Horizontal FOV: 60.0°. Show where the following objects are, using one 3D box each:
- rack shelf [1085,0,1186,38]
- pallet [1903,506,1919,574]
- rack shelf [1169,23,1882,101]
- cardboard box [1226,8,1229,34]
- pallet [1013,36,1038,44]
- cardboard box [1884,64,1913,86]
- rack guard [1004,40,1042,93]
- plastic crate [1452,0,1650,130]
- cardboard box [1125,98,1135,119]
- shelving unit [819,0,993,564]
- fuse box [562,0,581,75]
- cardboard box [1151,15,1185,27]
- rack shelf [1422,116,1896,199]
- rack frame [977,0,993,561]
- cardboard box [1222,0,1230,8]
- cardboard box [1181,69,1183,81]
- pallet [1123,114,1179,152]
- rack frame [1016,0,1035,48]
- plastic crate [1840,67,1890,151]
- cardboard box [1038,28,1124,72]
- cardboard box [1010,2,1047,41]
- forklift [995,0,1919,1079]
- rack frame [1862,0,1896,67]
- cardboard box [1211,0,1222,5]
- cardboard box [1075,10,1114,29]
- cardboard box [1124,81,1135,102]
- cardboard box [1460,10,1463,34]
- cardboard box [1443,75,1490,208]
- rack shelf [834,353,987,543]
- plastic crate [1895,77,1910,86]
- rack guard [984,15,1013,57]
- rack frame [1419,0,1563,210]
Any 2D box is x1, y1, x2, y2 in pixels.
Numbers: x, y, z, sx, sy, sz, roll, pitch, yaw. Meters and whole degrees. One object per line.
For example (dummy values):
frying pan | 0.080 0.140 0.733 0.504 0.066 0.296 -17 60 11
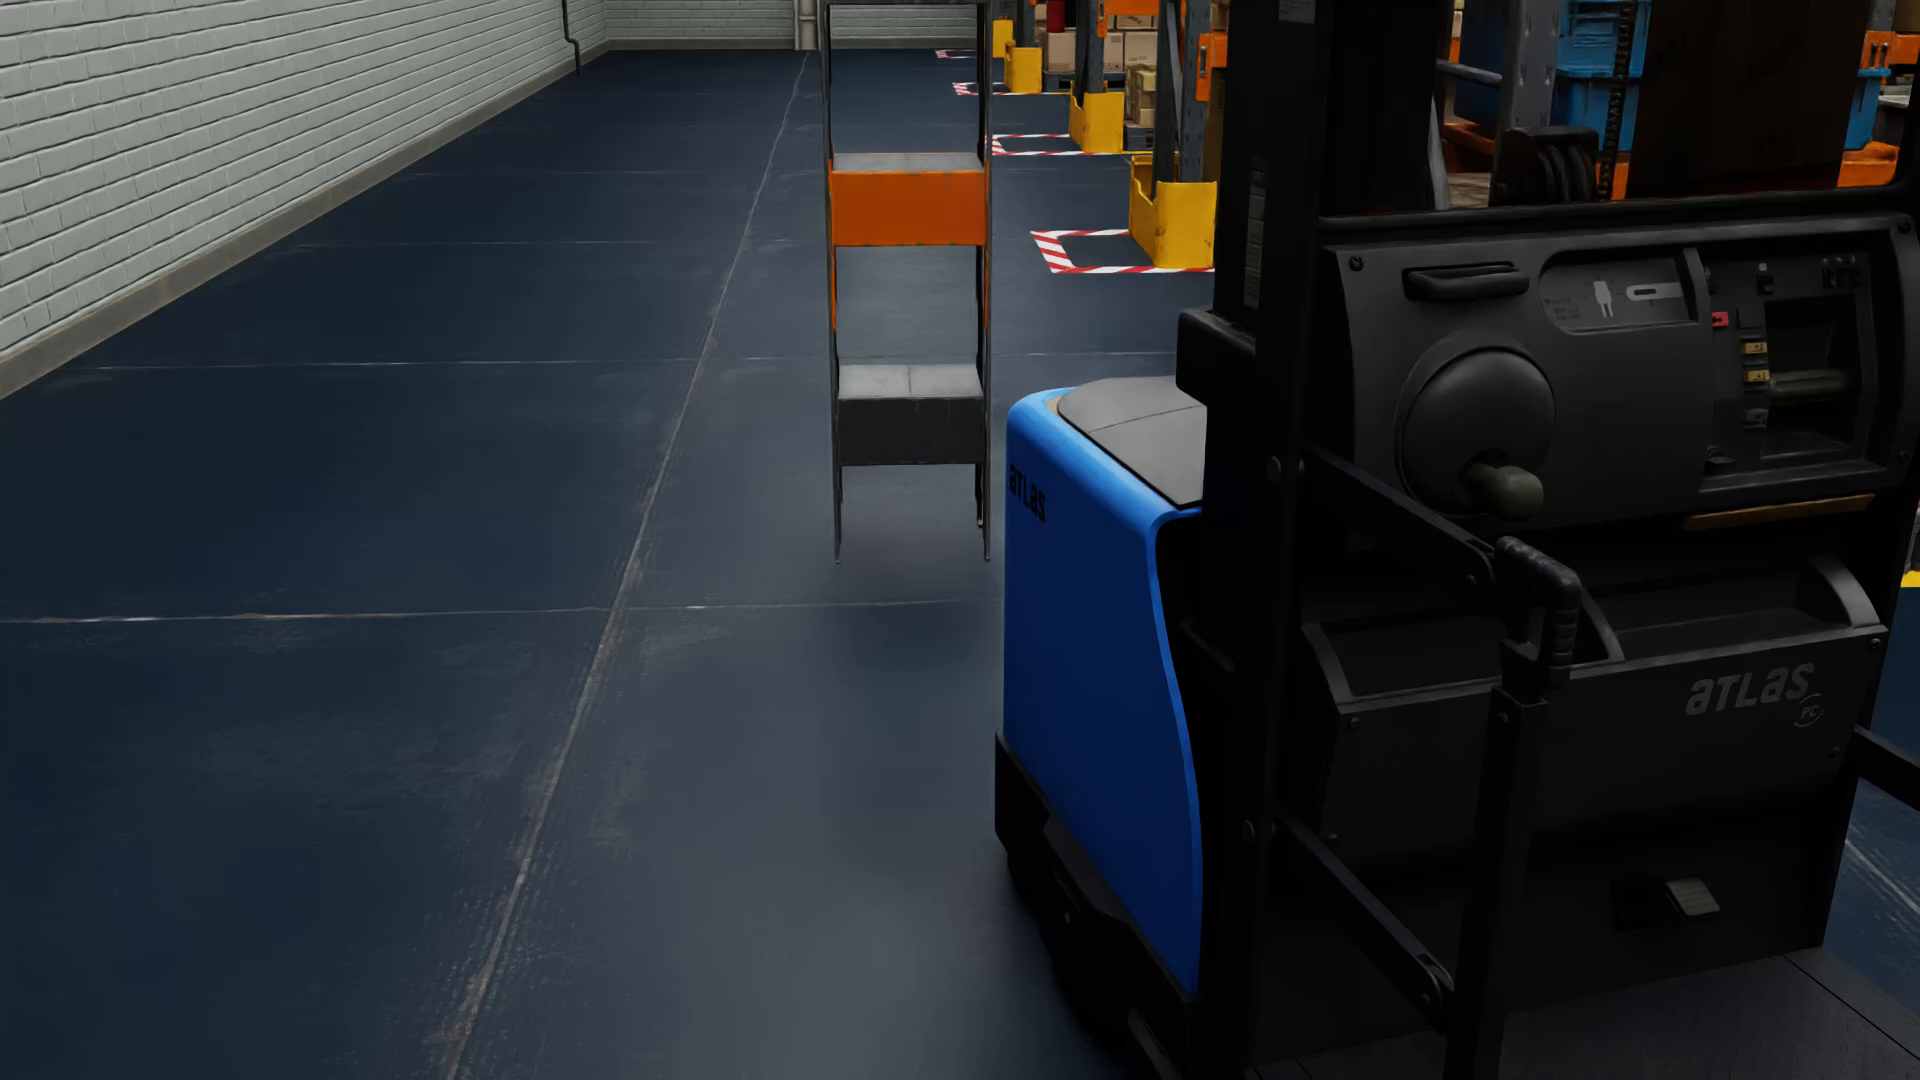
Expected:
rack shelf | 3.140 -4.683 14.716 4.000 0.370 1.077 -1 21 -3
pallet | 2.434 -0.155 5.731 1.213 0.211 1.003 -1 21 -3
rack shelf | 3.322 -2.919 10.083 4.000 0.370 1.077 -1 21 -3
cardboard box | 1.699 -2.987 9.604 0.250 0.149 0.380 -1 21 -2
pallet | 1.345 -7.213 24.269 1.213 0.211 1.003 -1 21 -3
cardboard box | 5.957 -2.519 10.418 0.875 0.875 1.225 -1 21 -3
rack guard | 0.736 -5.566 19.538 0.348 0.500 1.175 -1 21 -3
plastic crate | 1.932 -1.573 5.402 0.499 0.435 0.616 -1 21 -3
cardboard box | 1.657 -3.927 15.137 0.250 0.149 0.380 -1 21 -2
shelving unit | -0.165 -0.978 5.239 0.503 2.100 0.431 -1 21 -3
fuse box | -4.842 -6.759 20.969 0.414 1.711 0.539 -1 21 -3
cardboard box | 2.981 -7.529 24.105 0.500 0.500 0.700 -2 21 -5
rack shelf | 3.605 -1.159 5.462 4.000 0.370 1.077 -1 21 -3
rack frame | 0.078 -0.983 5.252 0.015 2.100 0.400 -1 21 -3
cardboard box | 1.820 -3.197 9.596 0.500 0.250 0.500 -2 21 -4
cardboard box | 1.954 -4.059 14.646 0.250 0.149 0.380 -1 21 -2
pallet | 2.032 -3.681 14.992 1.213 0.211 1.003 -1 21 -3
rack frame | 0.760 -6.735 19.095 0.127 3.000 1.000 -1 21 -3
plastic crate | 2.531 -1.306 4.987 0.300 0.233 0.416 -1 21 -3
cardboard box | 1.413 -5.783 19.604 0.875 0.438 0.875 -2 21 -5
cardboard box | 1.089 -7.506 24.039 0.637 0.503 0.797 -2 21 -5
forklift | 1.002 -0.223 2.086 1.130 2.935 3.031 -6 22 -16
rack frame | 5.319 -3.296 10.062 0.127 3.000 1.000 -1 21 -3
cardboard box | 1.794 -3.387 10.095 0.500 0.250 0.500 -1 21 -4
cardboard box | 1.945 -7.508 24.049 0.500 0.500 0.700 0 21 -1
cardboard box | 1.654 -4.093 15.155 0.250 0.149 0.380 -2 21 -5
cardboard box | 2.983 -3.014 9.675 0.250 0.149 0.380 -1 21 -4
cardboard box | 2.869 -2.478 10.309 0.875 0.875 0.875 -1 21 -3
rack shelf | -0.165 -0.311 5.492 0.480 0.518 0.431 -1 21 -3
plastic crate | 3.274 -1.468 5.548 0.250 0.136 0.298 -1 21 -3
rack guard | 0.549 -7.331 24.174 0.348 0.500 1.175 -1 21 -3
rack frame | 1.608 -1.455 5.227 0.127 3.000 1.000 -1 21 -3
